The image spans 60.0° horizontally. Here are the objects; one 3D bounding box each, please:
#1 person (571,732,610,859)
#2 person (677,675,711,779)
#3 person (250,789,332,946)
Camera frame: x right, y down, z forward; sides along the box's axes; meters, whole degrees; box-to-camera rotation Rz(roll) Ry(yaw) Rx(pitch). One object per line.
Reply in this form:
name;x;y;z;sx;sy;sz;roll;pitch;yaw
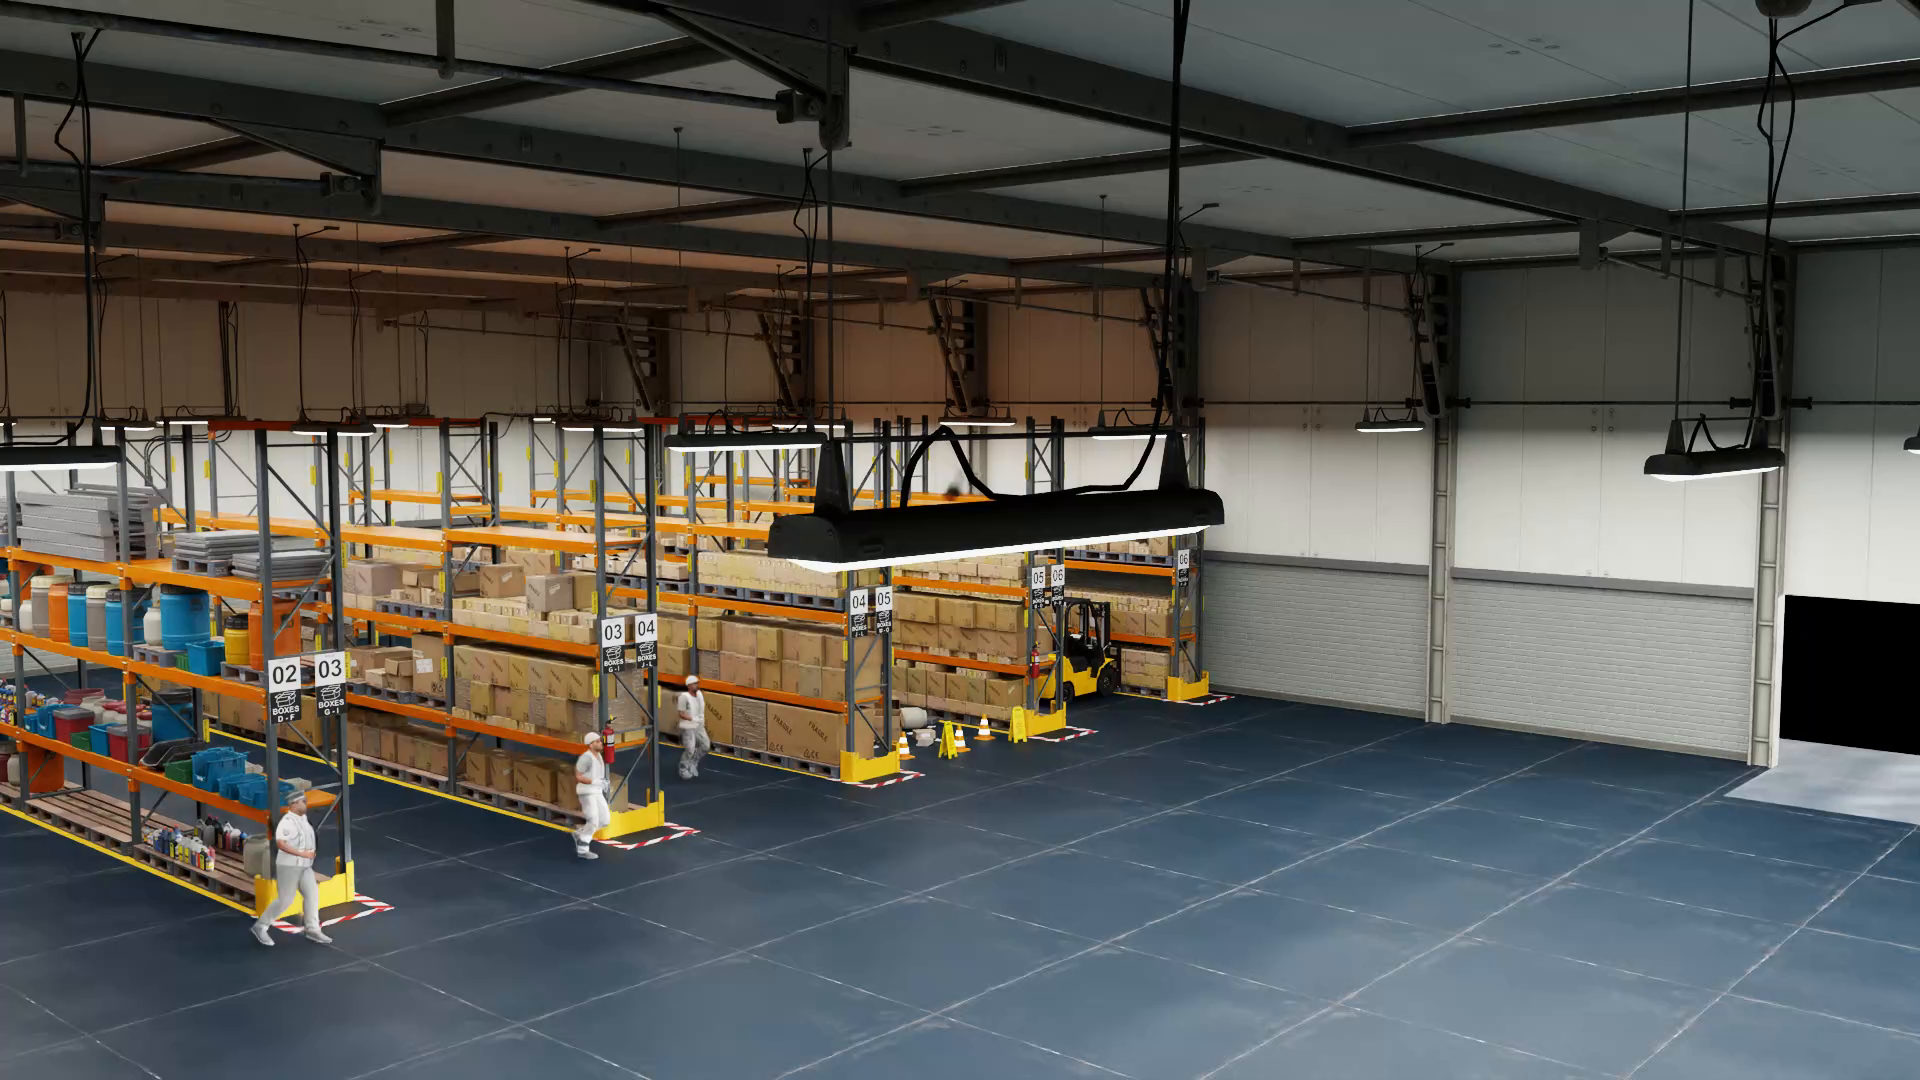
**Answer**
person;-5.114;3.541;23.198;0.624;1.726;0.679;1;5;15
person;-4.429;3.139;27.841;0.635;1.760;0.700;3;6;33
person;-7.790;3.828;19.527;0.896;1.763;0.734;0;5;1
